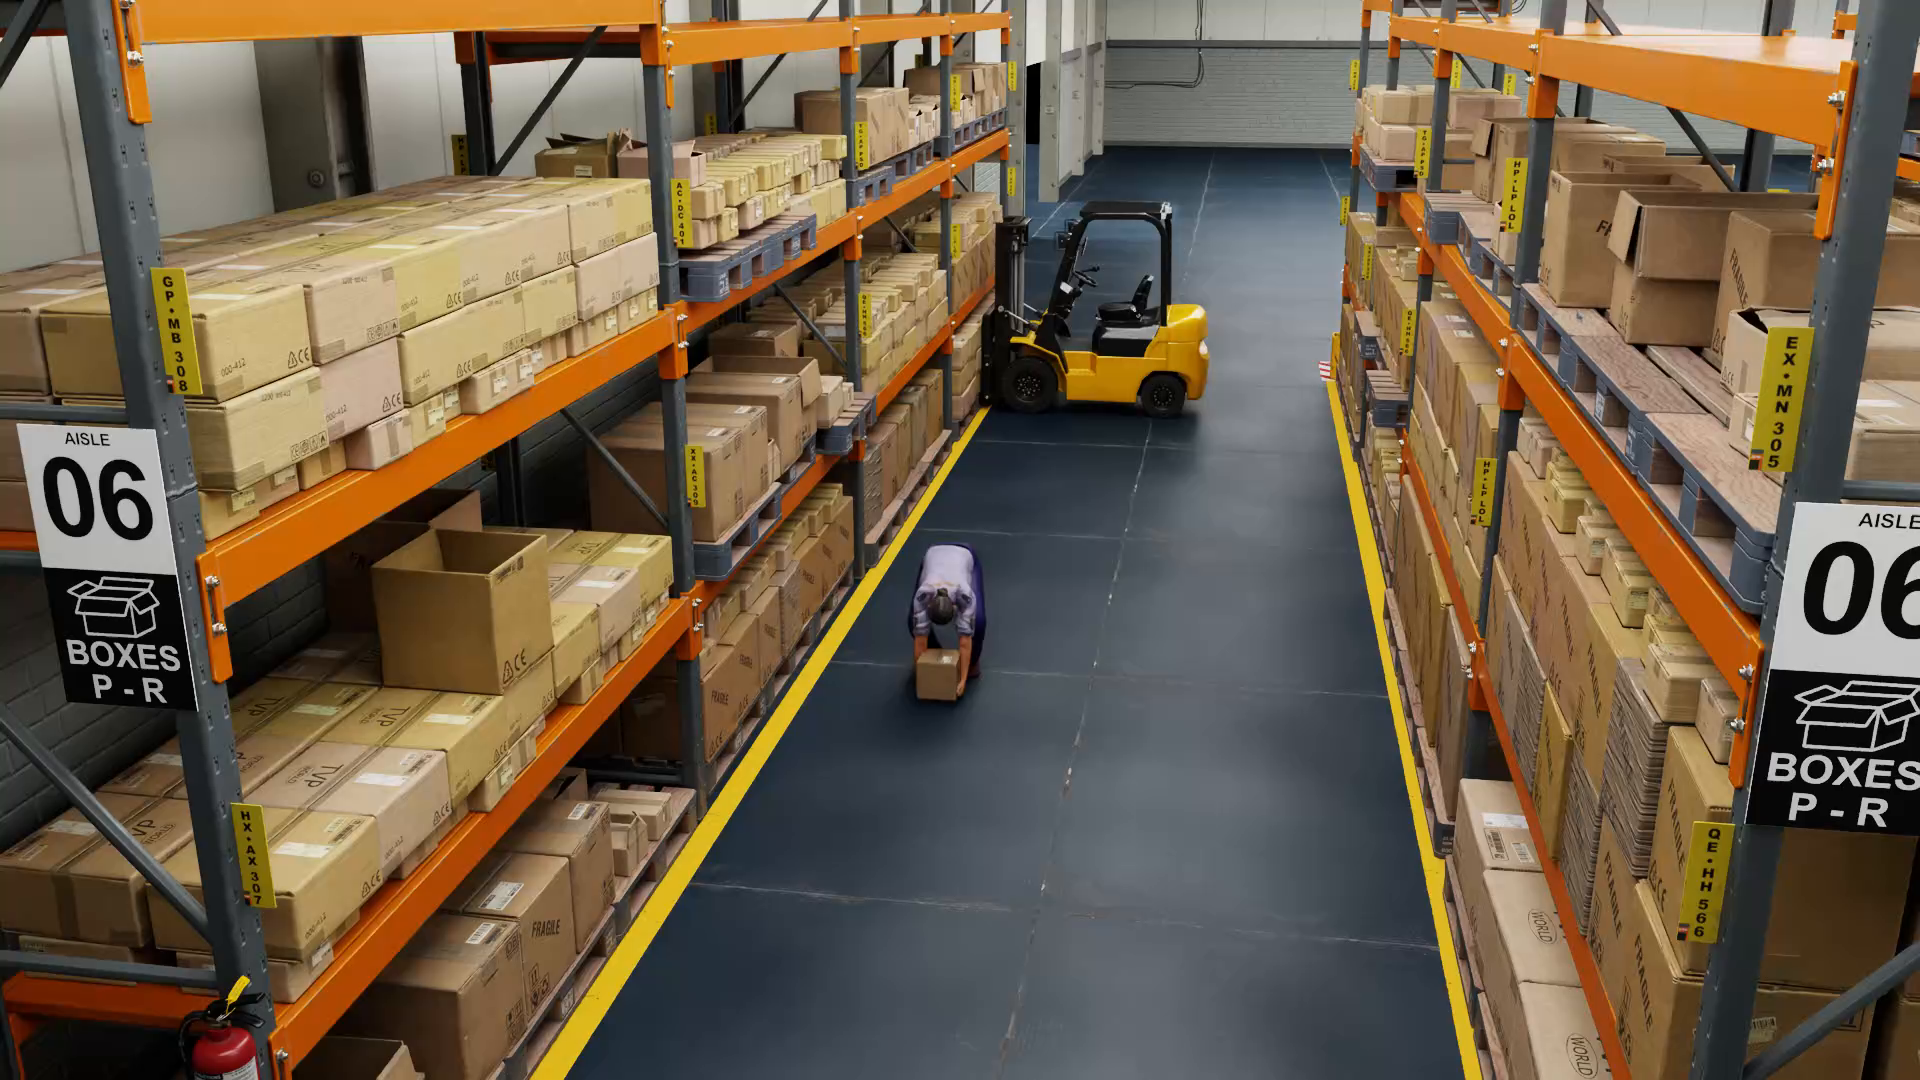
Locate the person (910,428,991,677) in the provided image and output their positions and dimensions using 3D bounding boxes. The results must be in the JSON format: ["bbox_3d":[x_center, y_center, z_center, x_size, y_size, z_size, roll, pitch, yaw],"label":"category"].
[{"bbox_3d":[-0.063,0.079,10.841,0.521,1.642,0.338,2,18,7],"label":"person"}]
